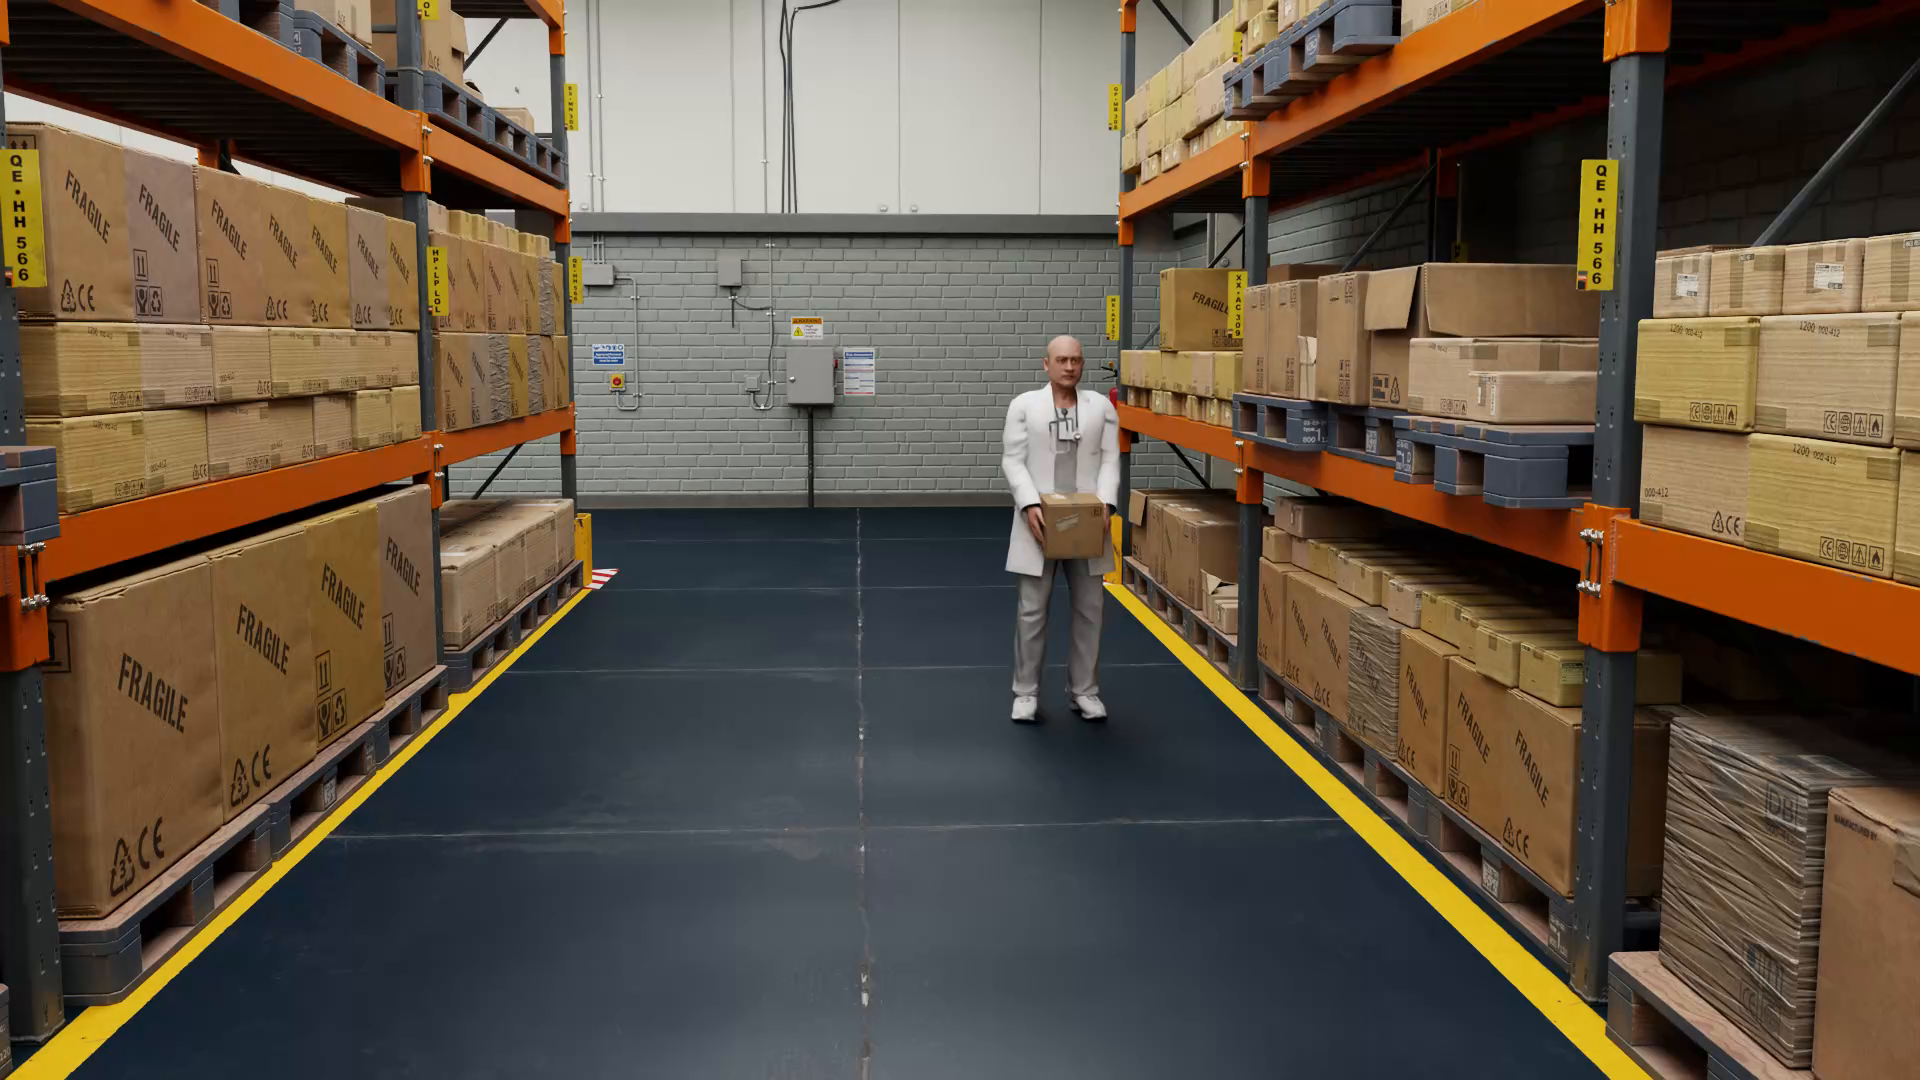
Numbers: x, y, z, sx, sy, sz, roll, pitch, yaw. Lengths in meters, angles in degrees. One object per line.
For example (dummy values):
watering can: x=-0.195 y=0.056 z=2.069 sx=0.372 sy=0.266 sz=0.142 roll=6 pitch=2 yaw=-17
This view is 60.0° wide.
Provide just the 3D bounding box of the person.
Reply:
person: x=0.483 y=-0.054 z=7.723 sx=0.569 sy=1.783 sz=0.489 roll=-1 pitch=7 yaw=-6
